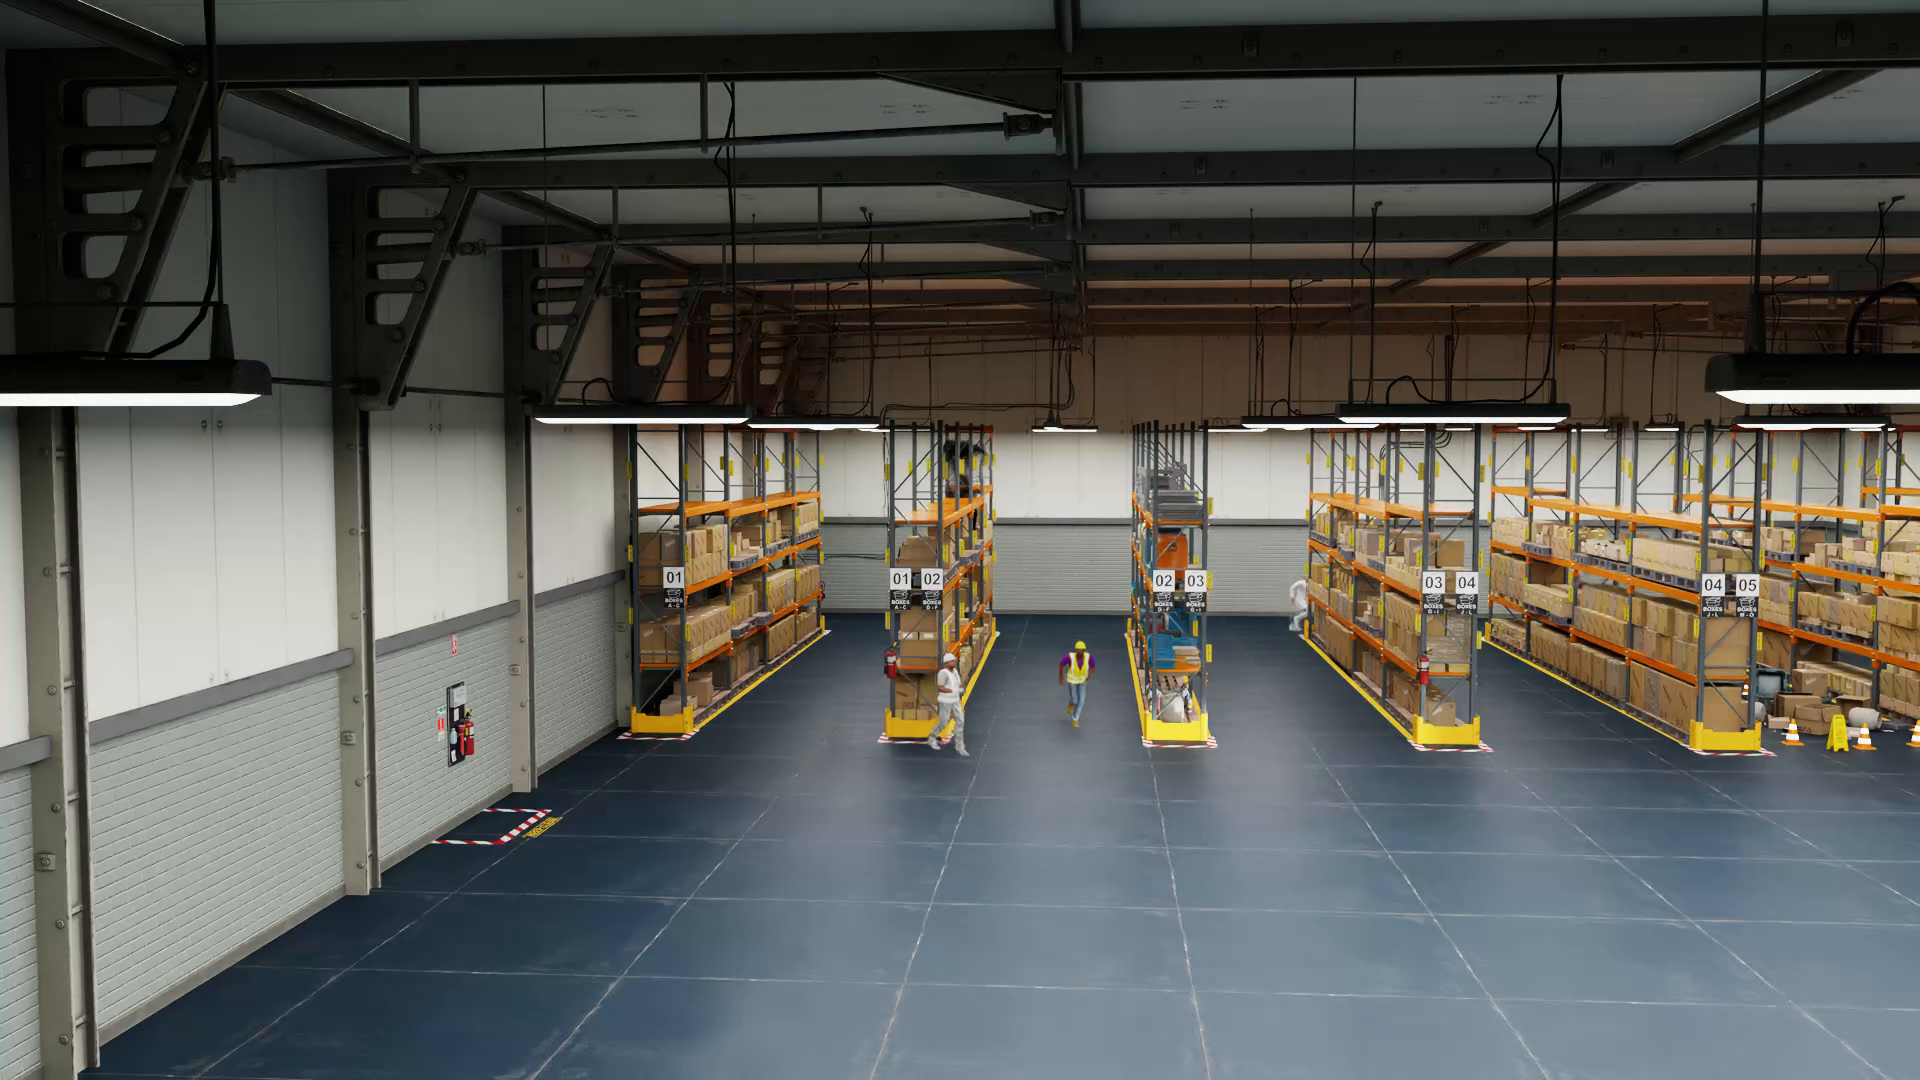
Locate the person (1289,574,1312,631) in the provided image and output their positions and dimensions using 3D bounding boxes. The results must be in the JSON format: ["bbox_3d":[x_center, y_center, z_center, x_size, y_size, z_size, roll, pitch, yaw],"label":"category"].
[{"bbox_3d":[9.939,1.796,48.189,0.827,1.684,0.658,2,4,31],"label":"person"}]

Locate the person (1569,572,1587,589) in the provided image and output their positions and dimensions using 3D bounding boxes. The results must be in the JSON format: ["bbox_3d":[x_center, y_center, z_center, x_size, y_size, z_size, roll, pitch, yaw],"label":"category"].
[{"bbox_3d":[18.041,1.766,48.678,0.835,1.745,0.712,-2,4,-25],"label":"person"}]

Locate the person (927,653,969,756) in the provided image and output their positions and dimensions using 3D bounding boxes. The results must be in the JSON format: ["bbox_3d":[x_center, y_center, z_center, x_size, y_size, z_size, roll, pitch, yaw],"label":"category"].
[{"bbox_3d":[-0.224,2.946,29.808,0.821,1.855,0.695,2,4,34],"label":"person"}]

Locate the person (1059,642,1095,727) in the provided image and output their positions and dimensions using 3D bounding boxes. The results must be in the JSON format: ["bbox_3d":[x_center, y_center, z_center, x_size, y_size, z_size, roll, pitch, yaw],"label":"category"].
[{"bbox_3d":[2.309,2.823,32.769,0.692,1.688,0.765,-1,4,-14],"label":"person"}]
